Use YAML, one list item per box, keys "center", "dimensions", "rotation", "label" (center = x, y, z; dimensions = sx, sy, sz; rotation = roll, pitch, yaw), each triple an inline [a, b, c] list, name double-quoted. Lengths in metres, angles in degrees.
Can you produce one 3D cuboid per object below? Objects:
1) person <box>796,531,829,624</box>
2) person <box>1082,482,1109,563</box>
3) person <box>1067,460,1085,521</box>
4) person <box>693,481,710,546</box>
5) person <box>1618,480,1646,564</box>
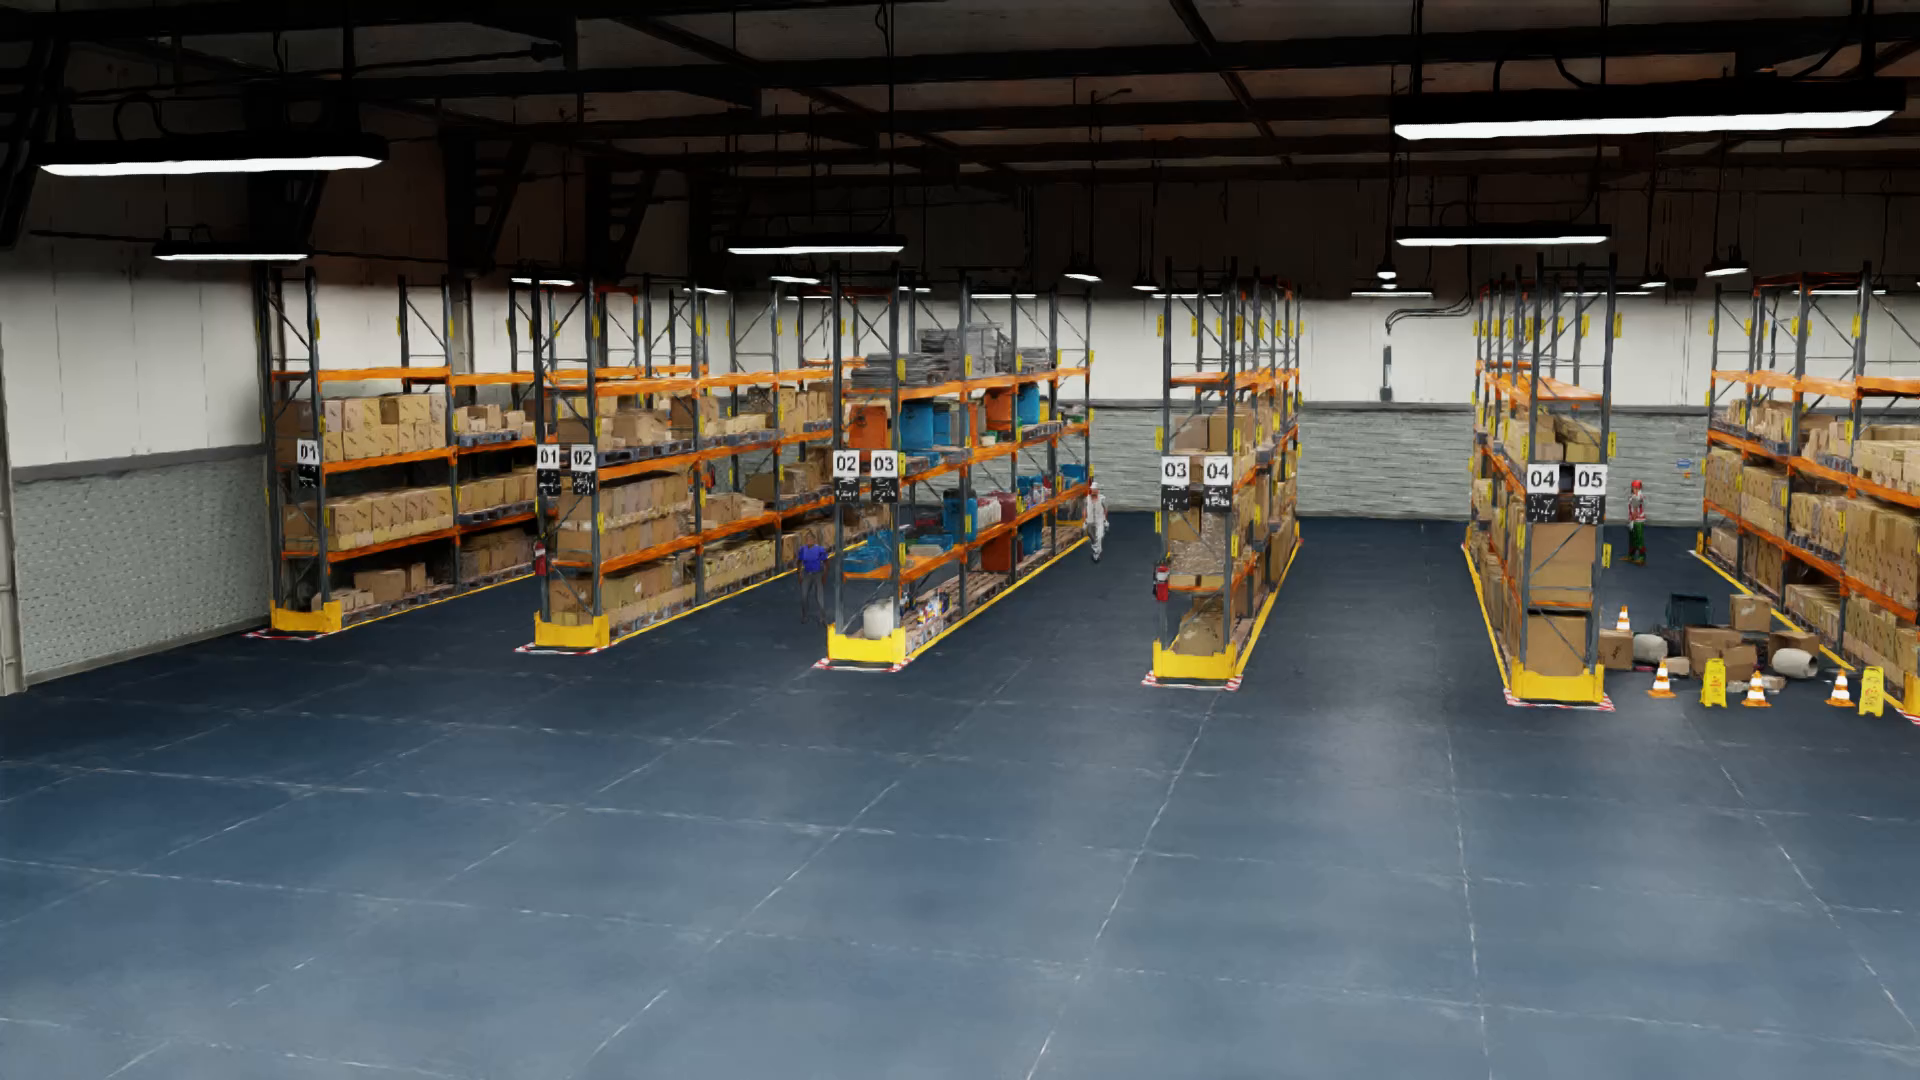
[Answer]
- center: [-2.501, 0.633, 28.296]
  dimensions: [0.592, 1.604, 0.513]
  rotation: [2, 7, 12]
  label: "person"
- center: [2.891, -0.389, 35.735]
  dimensions: [0.553, 1.709, 1.123]
  rotation: [2, 8, 16]
  label: "person"
- center: [2.995, -1.139, 41.602]
  dimensions: [0.751, 1.723, 0.548]
  rotation: [-7, 10, -42]
  label: "person"
- center: [-5.992, -0.655, 38.540]
  dimensions: [0.430, 1.540, 0.948]
  rotation: [2, 7, 13]
  label: "person"
- center: [14.413, -0.403, 35.553]
  dimensions: [0.575, 1.786, 0.680]
  rotation: [4, 8, 26]
  label: "person"
